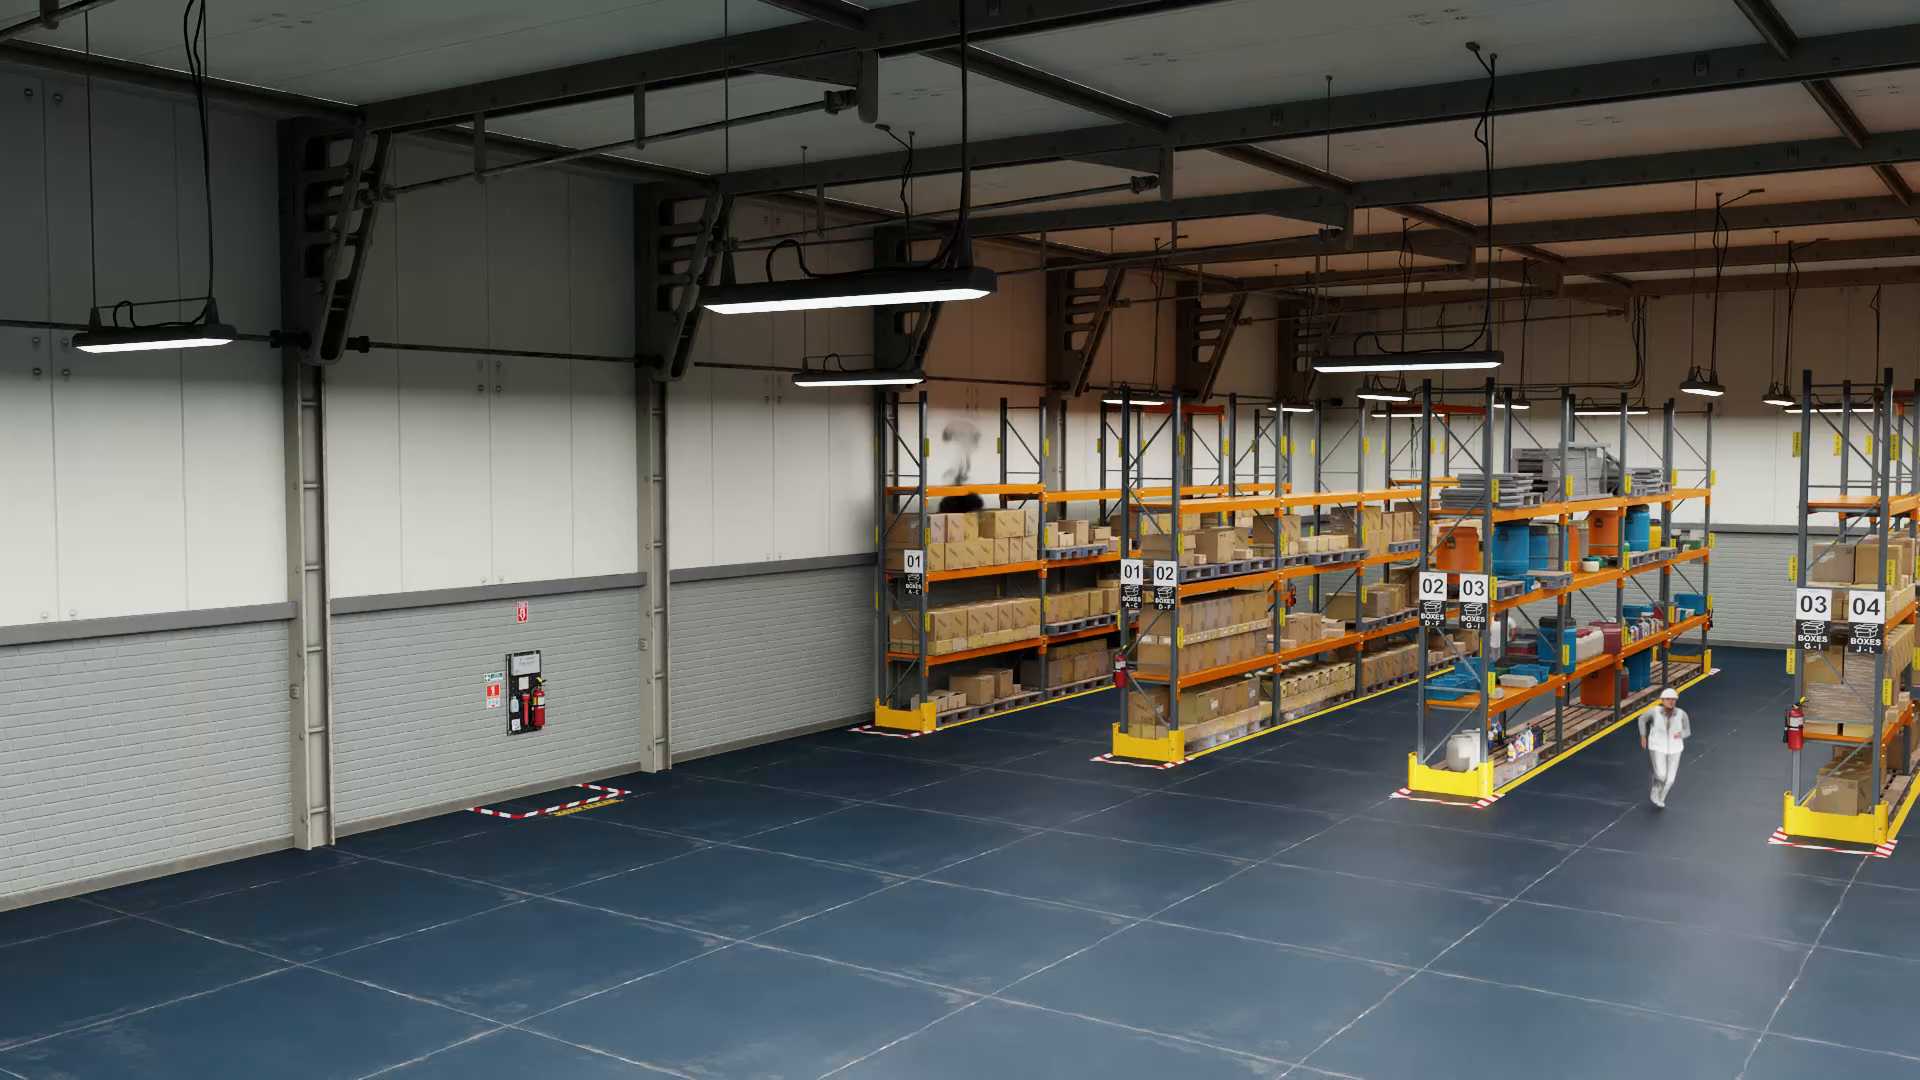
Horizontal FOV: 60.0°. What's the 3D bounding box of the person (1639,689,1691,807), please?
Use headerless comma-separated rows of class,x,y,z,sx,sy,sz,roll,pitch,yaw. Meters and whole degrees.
person,9.655,2.858,22.767,0.611,1.684,0.779,0,3,8

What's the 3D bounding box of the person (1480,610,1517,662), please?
person,11.053,2.190,34.213,0.702,1.752,0.963,1,3,24
